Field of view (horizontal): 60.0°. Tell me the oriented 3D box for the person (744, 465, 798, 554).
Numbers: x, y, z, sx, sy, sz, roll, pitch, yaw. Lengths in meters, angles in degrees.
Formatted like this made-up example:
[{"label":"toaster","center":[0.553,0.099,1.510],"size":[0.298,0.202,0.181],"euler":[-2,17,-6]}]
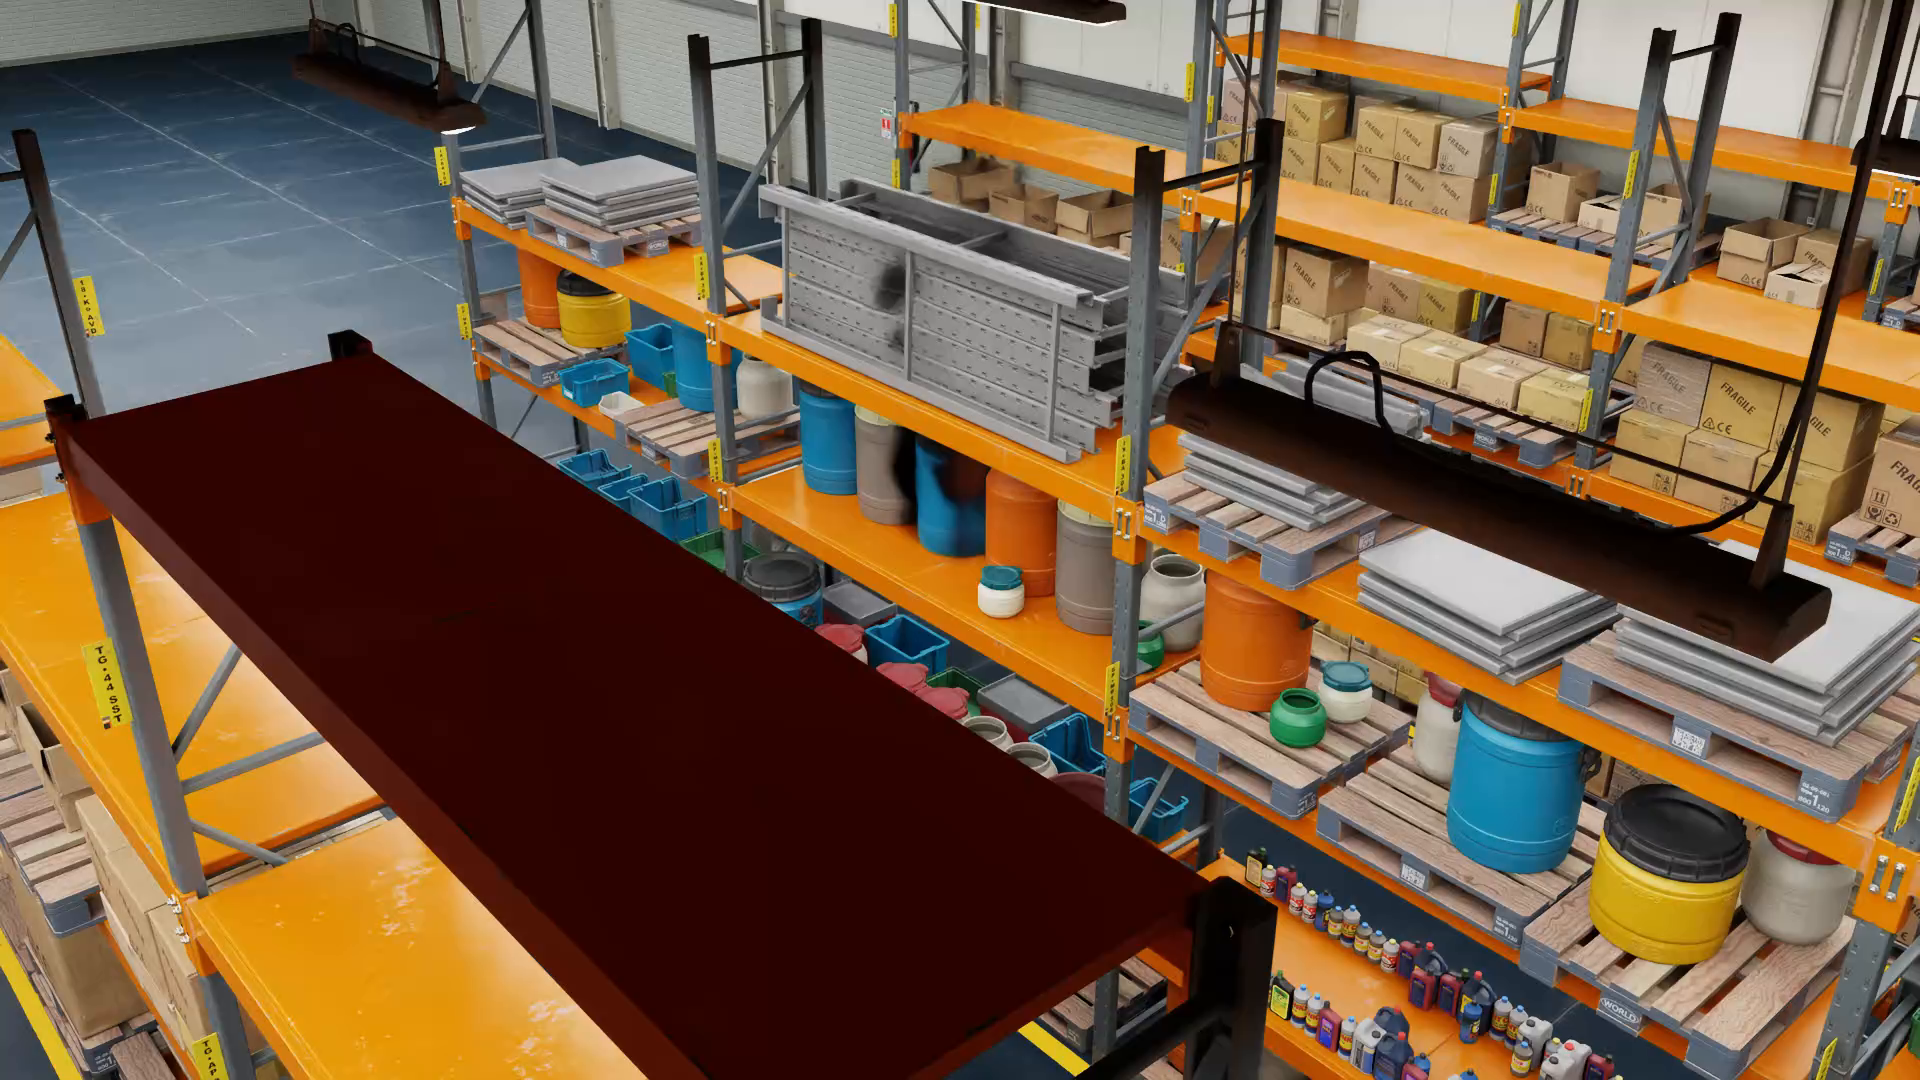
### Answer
[{"label":"person","center":[-1.890,-0.272,16.185],"size":[0.589,1.734,0.664],"euler":[18,32,32]}]
